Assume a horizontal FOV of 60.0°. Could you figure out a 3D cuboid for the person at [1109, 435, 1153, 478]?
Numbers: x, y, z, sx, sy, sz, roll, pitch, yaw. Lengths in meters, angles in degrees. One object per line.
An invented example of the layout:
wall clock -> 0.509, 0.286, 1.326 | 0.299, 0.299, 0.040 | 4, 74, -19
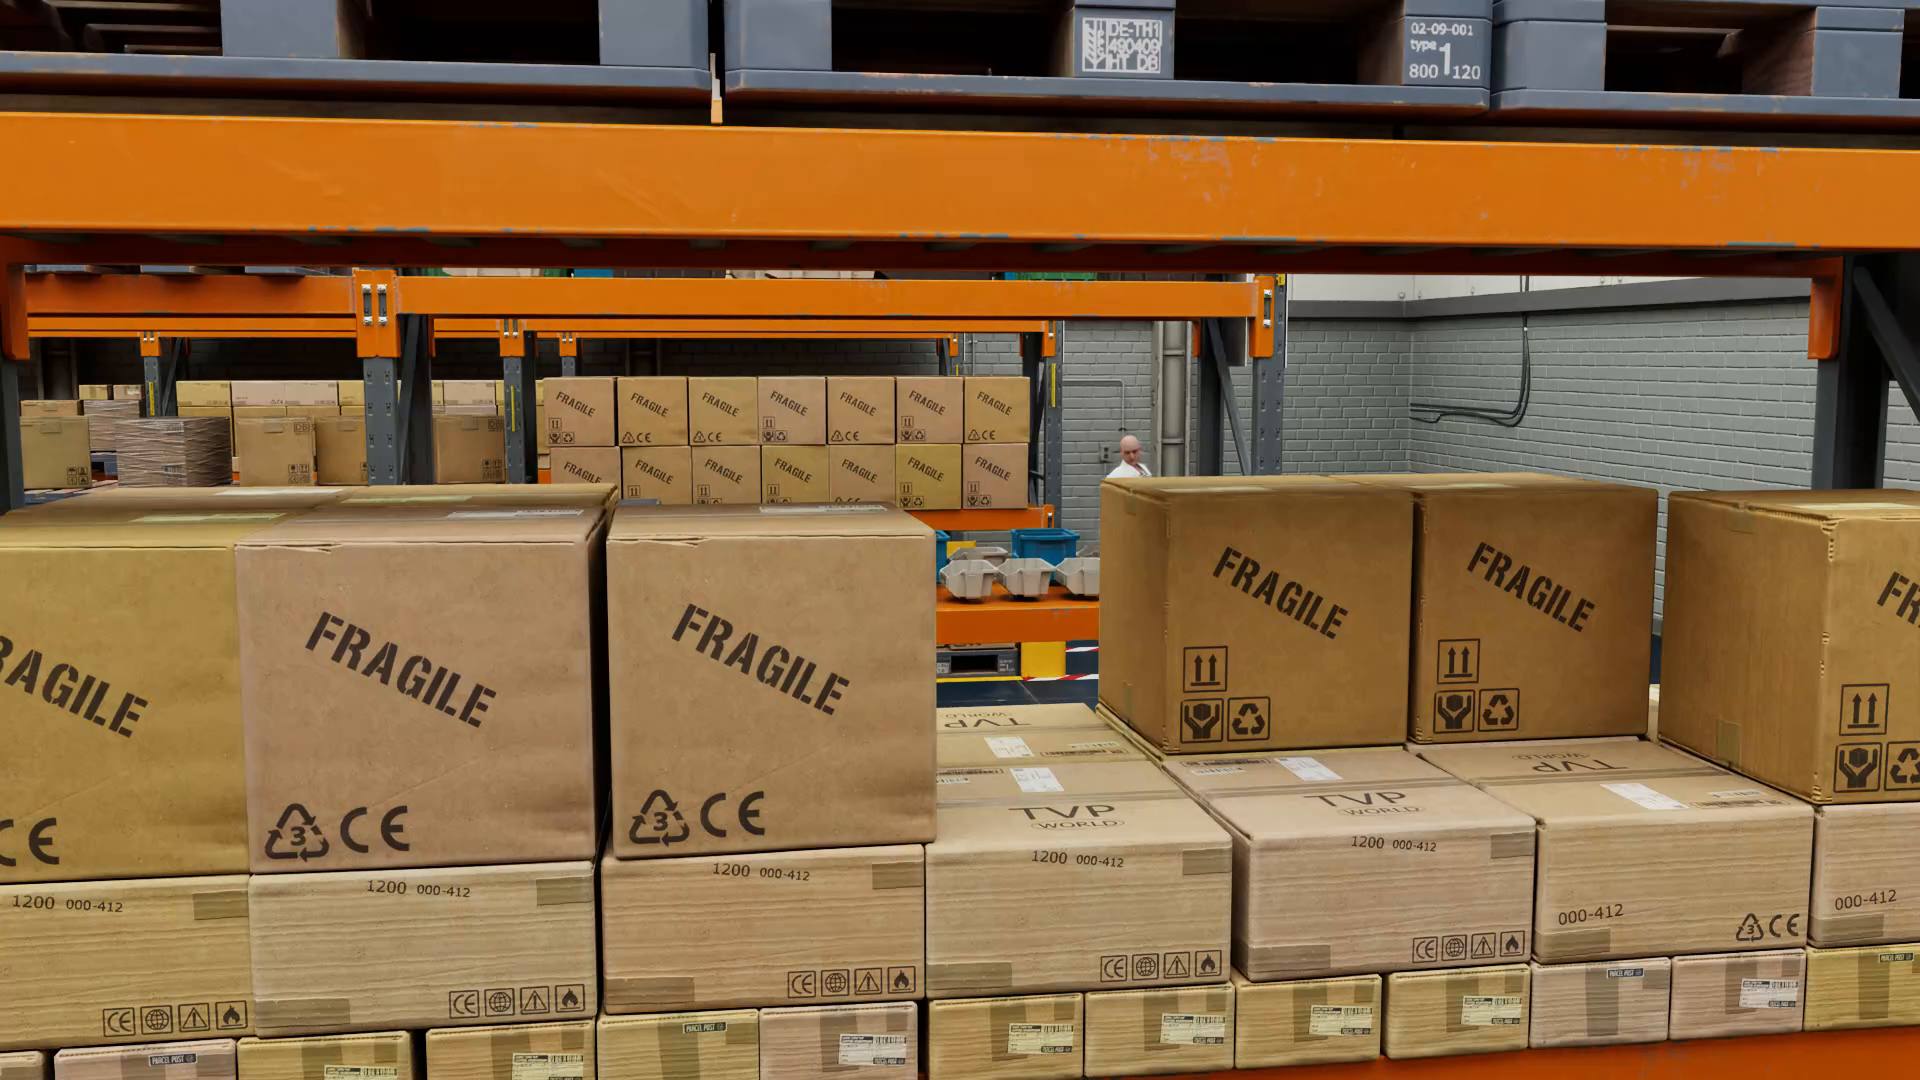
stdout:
person -> 1.526, -0.047, 14.567 | 0.815, 1.748, 0.651 | 3, 7, 27
